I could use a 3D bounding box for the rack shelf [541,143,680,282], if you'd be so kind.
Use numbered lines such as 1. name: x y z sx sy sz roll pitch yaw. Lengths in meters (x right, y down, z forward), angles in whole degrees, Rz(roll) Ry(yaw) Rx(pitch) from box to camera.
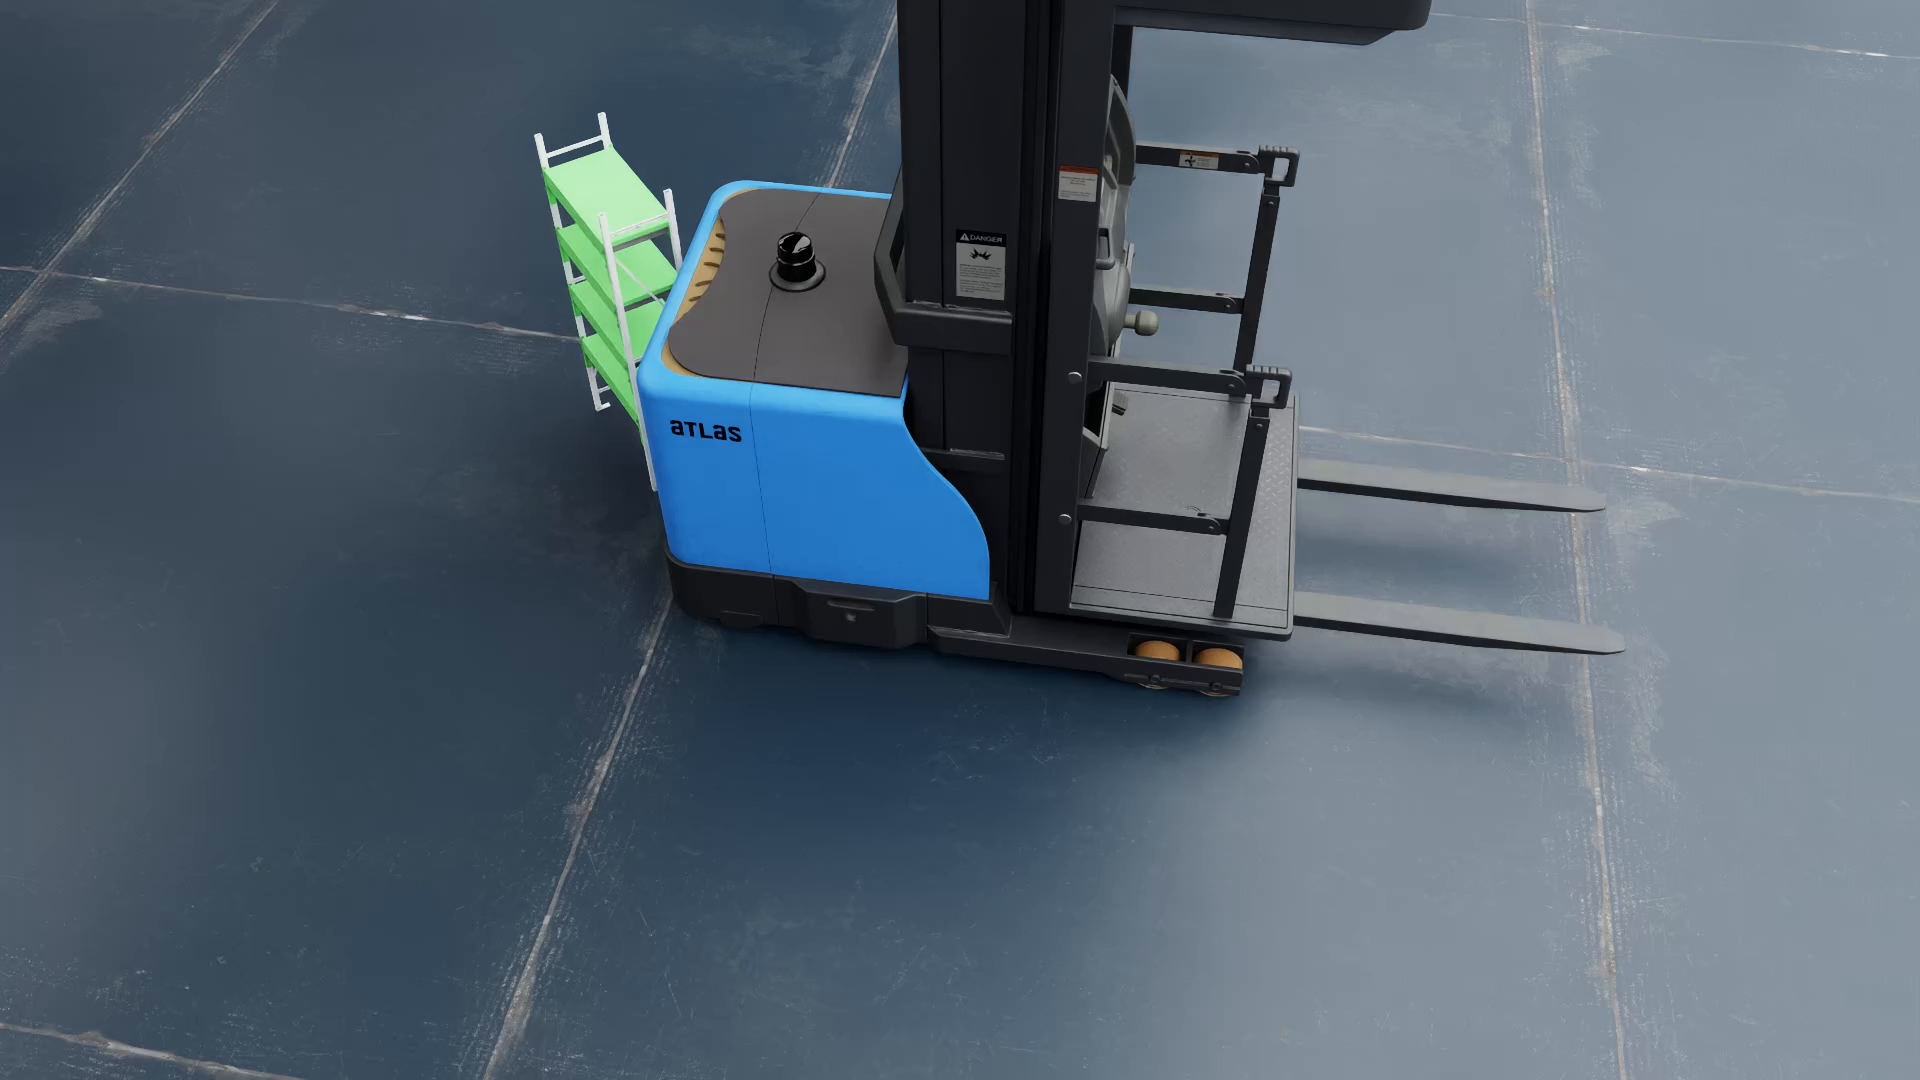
1. rack shelf: -1.120 -1.056 5.333 0.258 0.148 0.480 -25 53 -21

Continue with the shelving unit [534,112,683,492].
1. shelving unit: -1.120 -0.778 5.643 0.258 1.200 0.503 -25 53 -21

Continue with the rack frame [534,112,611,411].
1. rack frame: -1.251 -0.931 5.780 0.240 1.200 0.015 -25 53 -21

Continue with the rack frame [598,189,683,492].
1. rack frame: -0.989 -0.625 5.505 0.240 1.200 0.015 -25 53 -21

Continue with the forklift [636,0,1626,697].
1. forklift: 0.616 -0.908 4.595 3.031 2.935 1.130 7 48 6

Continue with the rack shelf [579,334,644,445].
1. rack shelf: -1.120 -0.575 5.869 0.258 0.148 0.480 -25 53 -21

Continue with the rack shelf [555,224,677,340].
1. rack shelf: -1.120 -0.896 5.512 0.258 0.148 0.480 -25 53 -21

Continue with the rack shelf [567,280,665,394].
1. rack shelf: -1.120 -0.735 5.690 0.258 0.148 0.480 -25 53 -21
